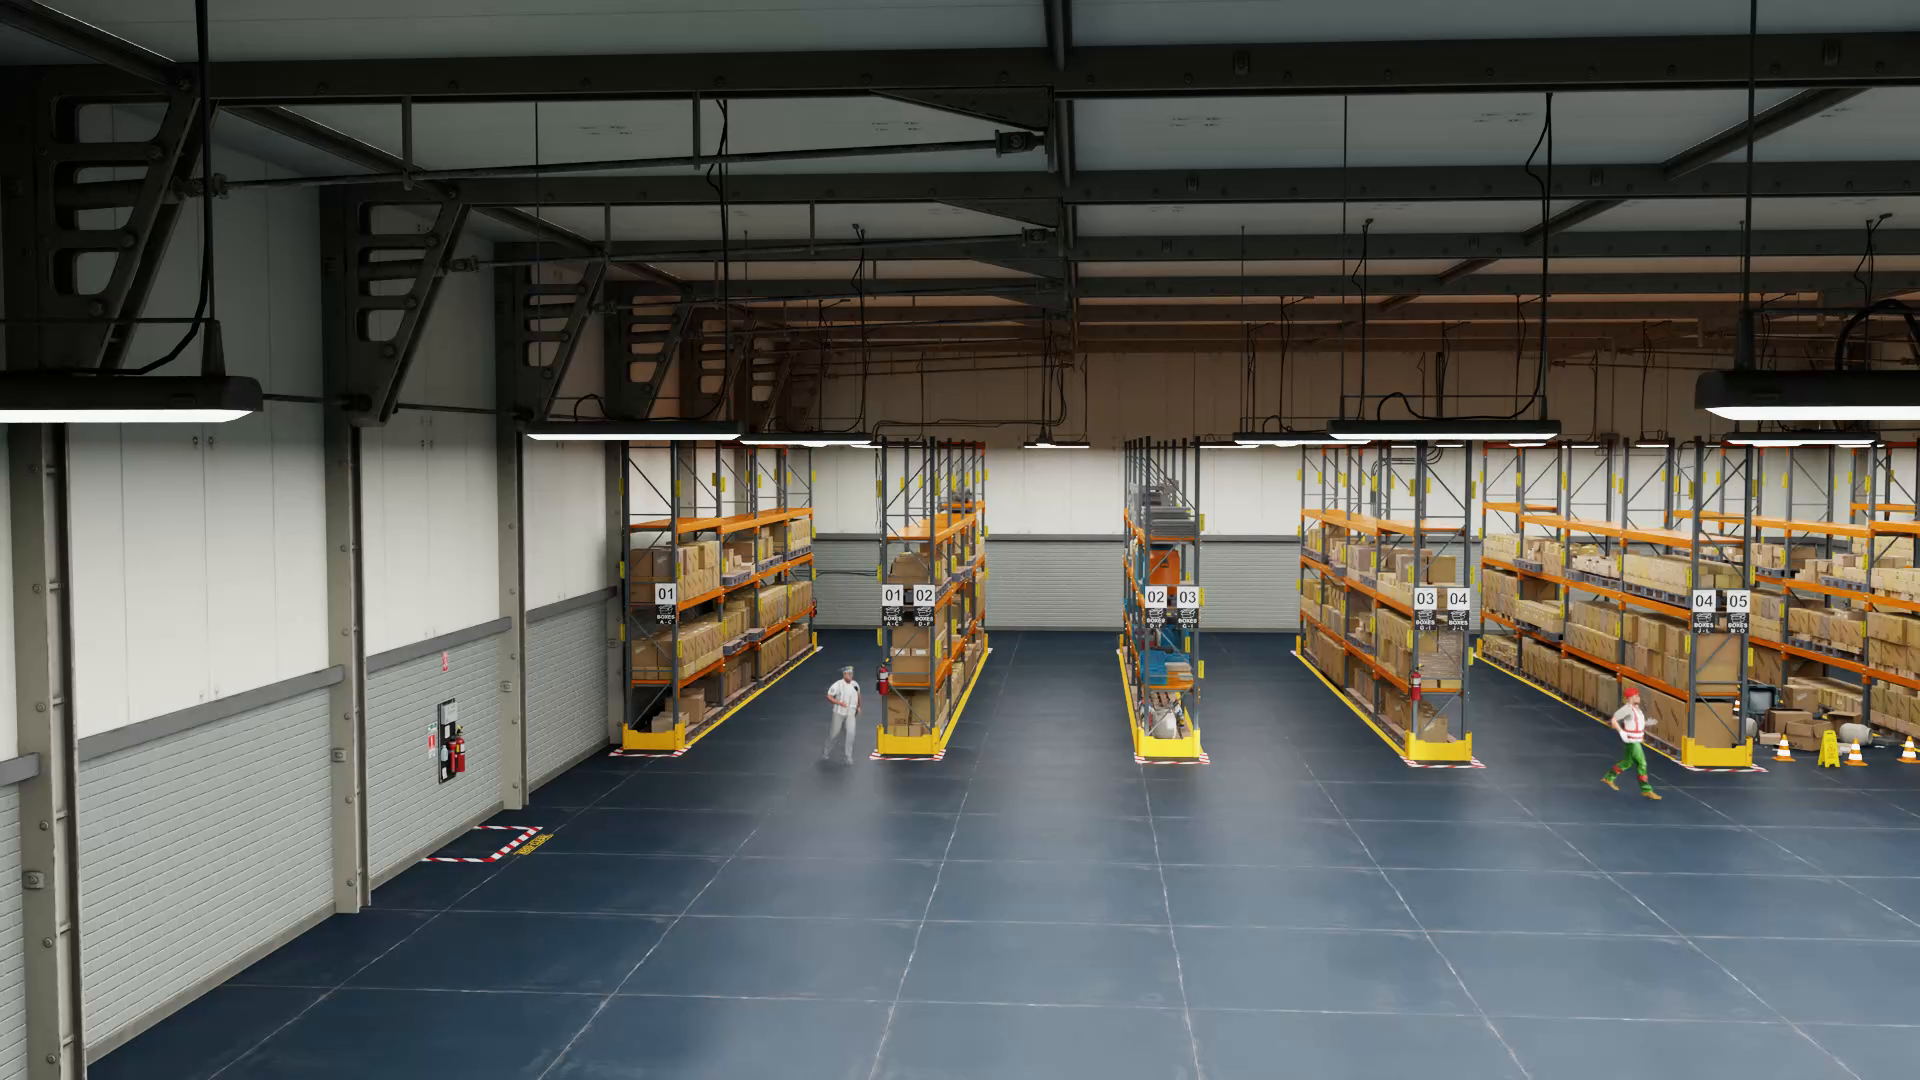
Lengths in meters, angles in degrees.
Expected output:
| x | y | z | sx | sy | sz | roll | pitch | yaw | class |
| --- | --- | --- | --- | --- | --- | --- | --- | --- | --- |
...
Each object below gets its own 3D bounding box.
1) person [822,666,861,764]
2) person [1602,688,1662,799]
| x | y | z | sx | sy | sz | roll | pitch | yaw | class |
| --- | --- | --- | --- | --- | --- | --- | --- | --- | --- |
| -2.091 | 3.181 | 30.510 | 0.729 | 1.732 | 0.965 | -1 | 3 | -22 | person |
| 11.110 | 3.325 | 27.429 | 0.954 | 1.785 | 0.658 | 2 | 4 | 36 | person |
